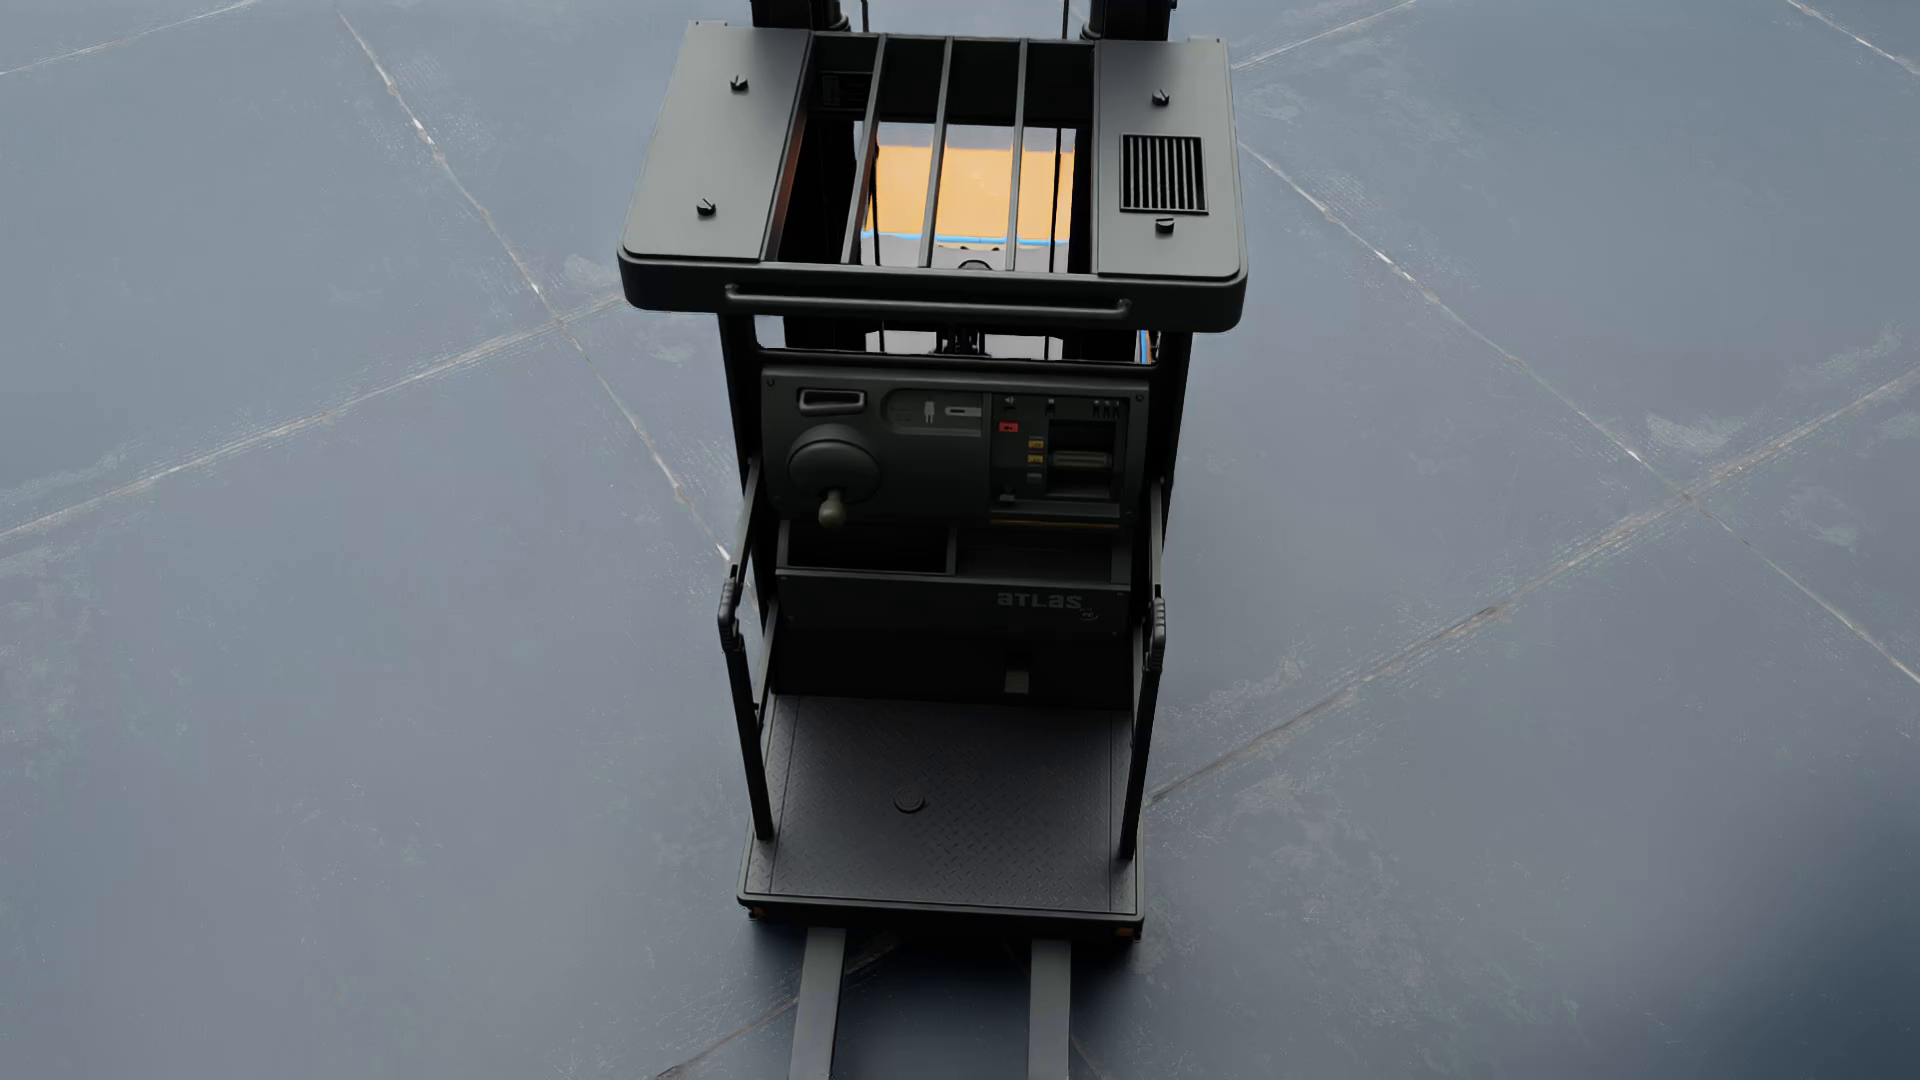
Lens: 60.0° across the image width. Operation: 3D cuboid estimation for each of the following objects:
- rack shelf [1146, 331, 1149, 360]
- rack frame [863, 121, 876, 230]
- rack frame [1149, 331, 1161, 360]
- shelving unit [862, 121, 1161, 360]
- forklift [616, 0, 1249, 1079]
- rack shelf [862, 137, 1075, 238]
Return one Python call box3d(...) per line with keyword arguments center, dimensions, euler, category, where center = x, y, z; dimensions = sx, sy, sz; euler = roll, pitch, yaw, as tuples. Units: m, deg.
box3d(center=(0.187, -0.699, 5.947), dimensions=(1.000, 0.278, 0.538), euler=(3, 48, 3), category="rack shelf")
box3d(center=(-0.320, -0.888, 5.788), dimensions=(0.032, 1.125, 0.500), euler=(3, 48, 3), category="rack frame")
box3d(center=(0.694, -0.835, 5.740), dimensions=(0.032, 1.125, 0.500), euler=(3, 48, 3), category="rack frame")
box3d(center=(0.187, -0.862, 5.764), dimensions=(1.048, 1.125, 0.538), euler=(3, 48, 3), category="shelving unit")
box3d(center=(-0.026, -0.112, 3.887), dimensions=(1.130, 2.935, 3.031), euler=(3, 48, 2), category="forklift")
box3d(center=(0.187, -1.056, 5.545), dimensions=(1.000, 0.278, 0.538), euler=(3, 48, 3), category="rack shelf")
